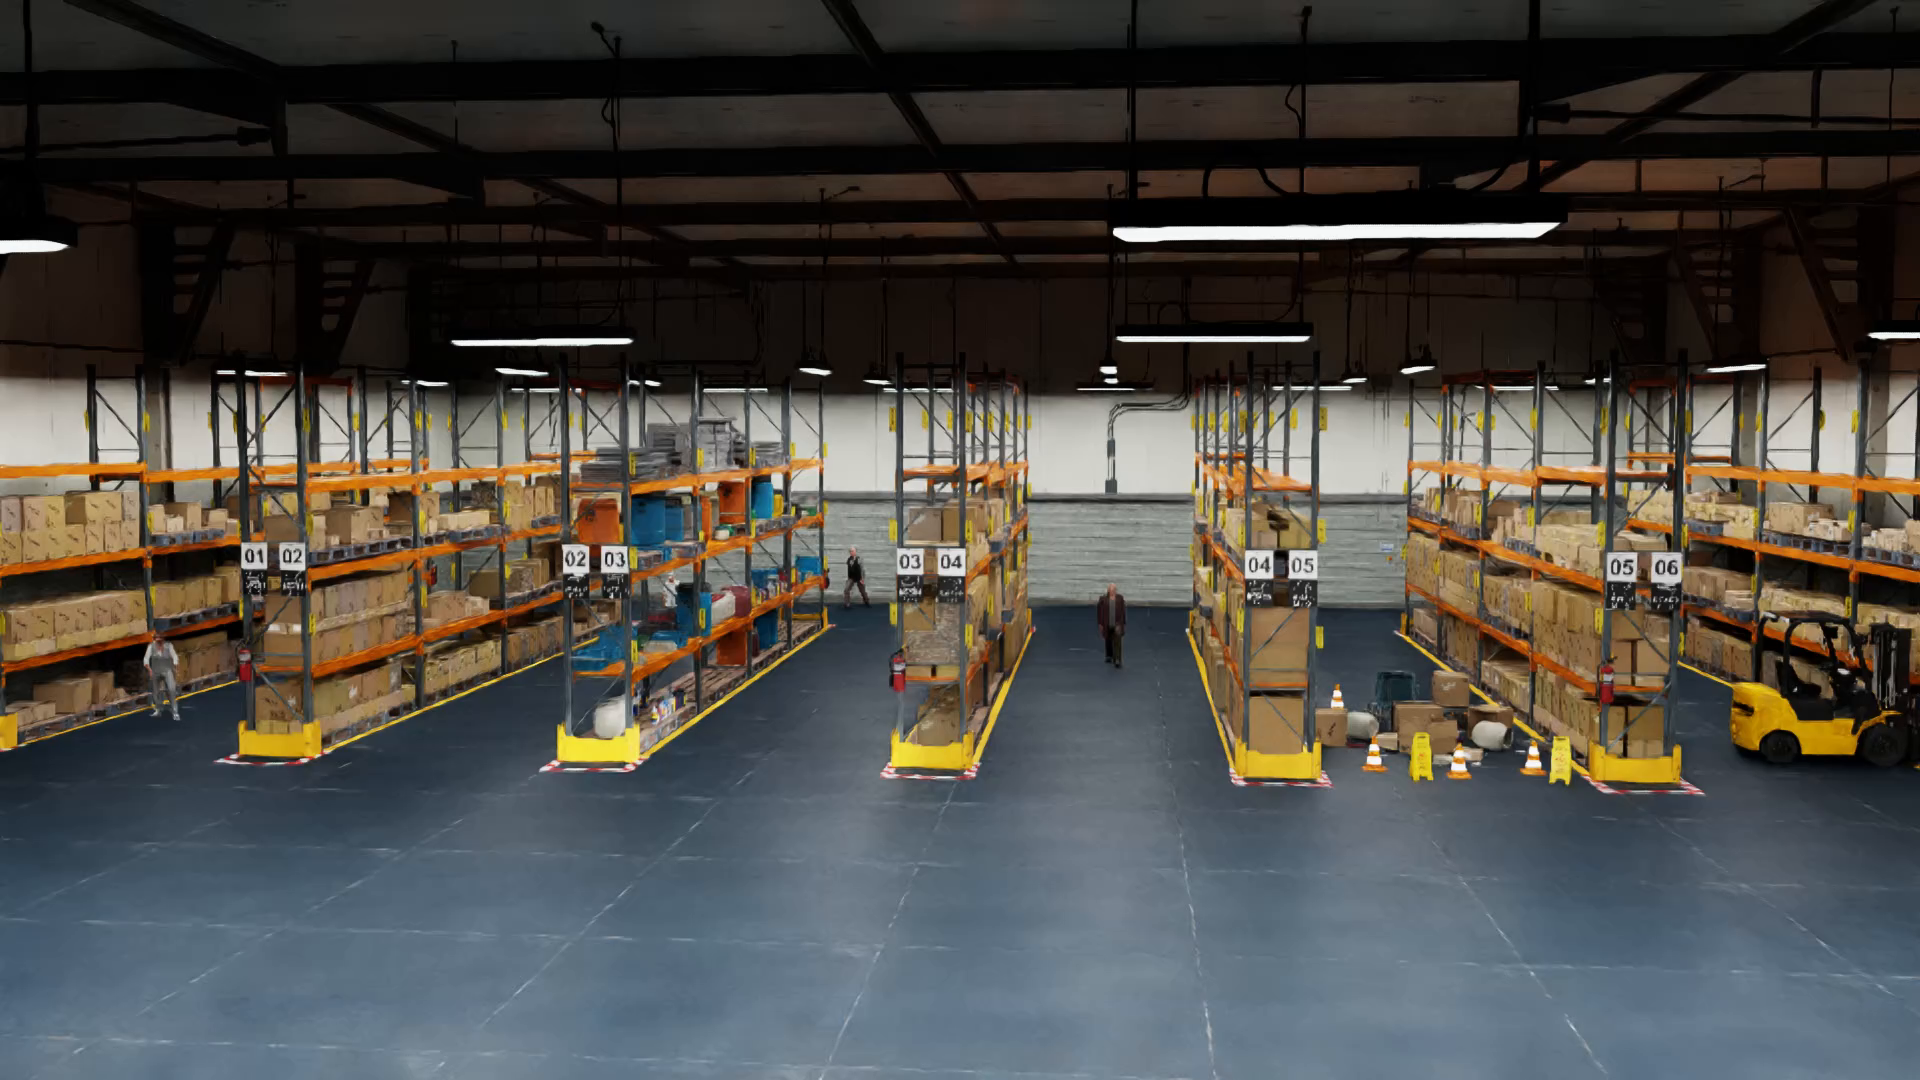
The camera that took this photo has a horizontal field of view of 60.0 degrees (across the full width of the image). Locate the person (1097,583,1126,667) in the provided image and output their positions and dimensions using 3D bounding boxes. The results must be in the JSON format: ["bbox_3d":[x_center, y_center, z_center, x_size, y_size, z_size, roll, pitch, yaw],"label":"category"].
[{"bbox_3d":[3.107,1.714,34.076,0.598,1.698,1.193,1,4,7],"label":"person"}]

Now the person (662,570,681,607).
[{"bbox_3d":[-6.601,1.480,38.261,0.497,1.583,1.090,1,4,8],"label":"person"}]

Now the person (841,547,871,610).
[{"bbox_3d":[-2.772,1.016,44.470,0.574,1.669,0.956,2,5,27],"label":"person"}]

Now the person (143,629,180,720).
[{"bbox_3d":[-13.372,2.245,27.896,0.566,1.533,0.753,-1,4,-17],"label":"person"}]
